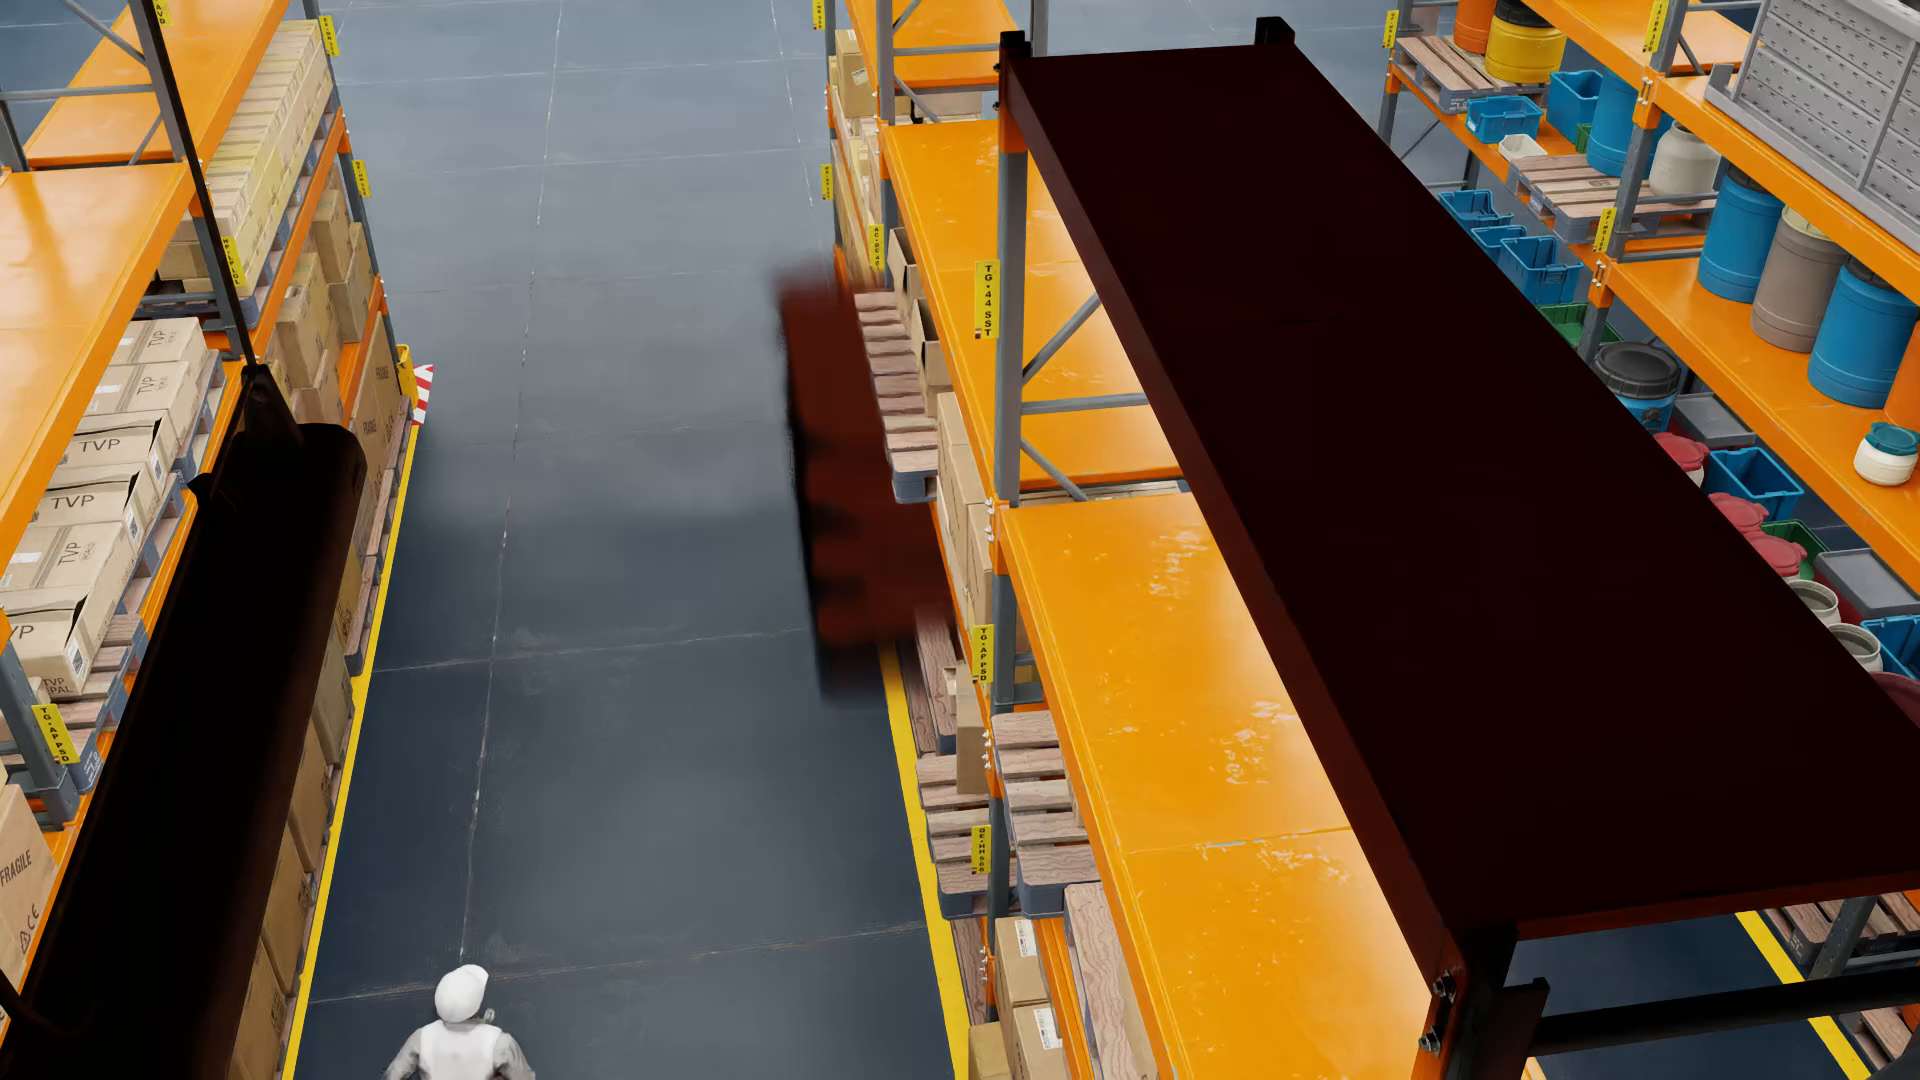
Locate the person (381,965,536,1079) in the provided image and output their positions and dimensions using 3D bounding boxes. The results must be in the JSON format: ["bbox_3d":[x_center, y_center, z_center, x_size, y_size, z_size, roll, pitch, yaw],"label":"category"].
[{"bbox_3d":[-2.414,2.849,8.160,0.699,1.678,0.719,0,36,0],"label":"person"}]
